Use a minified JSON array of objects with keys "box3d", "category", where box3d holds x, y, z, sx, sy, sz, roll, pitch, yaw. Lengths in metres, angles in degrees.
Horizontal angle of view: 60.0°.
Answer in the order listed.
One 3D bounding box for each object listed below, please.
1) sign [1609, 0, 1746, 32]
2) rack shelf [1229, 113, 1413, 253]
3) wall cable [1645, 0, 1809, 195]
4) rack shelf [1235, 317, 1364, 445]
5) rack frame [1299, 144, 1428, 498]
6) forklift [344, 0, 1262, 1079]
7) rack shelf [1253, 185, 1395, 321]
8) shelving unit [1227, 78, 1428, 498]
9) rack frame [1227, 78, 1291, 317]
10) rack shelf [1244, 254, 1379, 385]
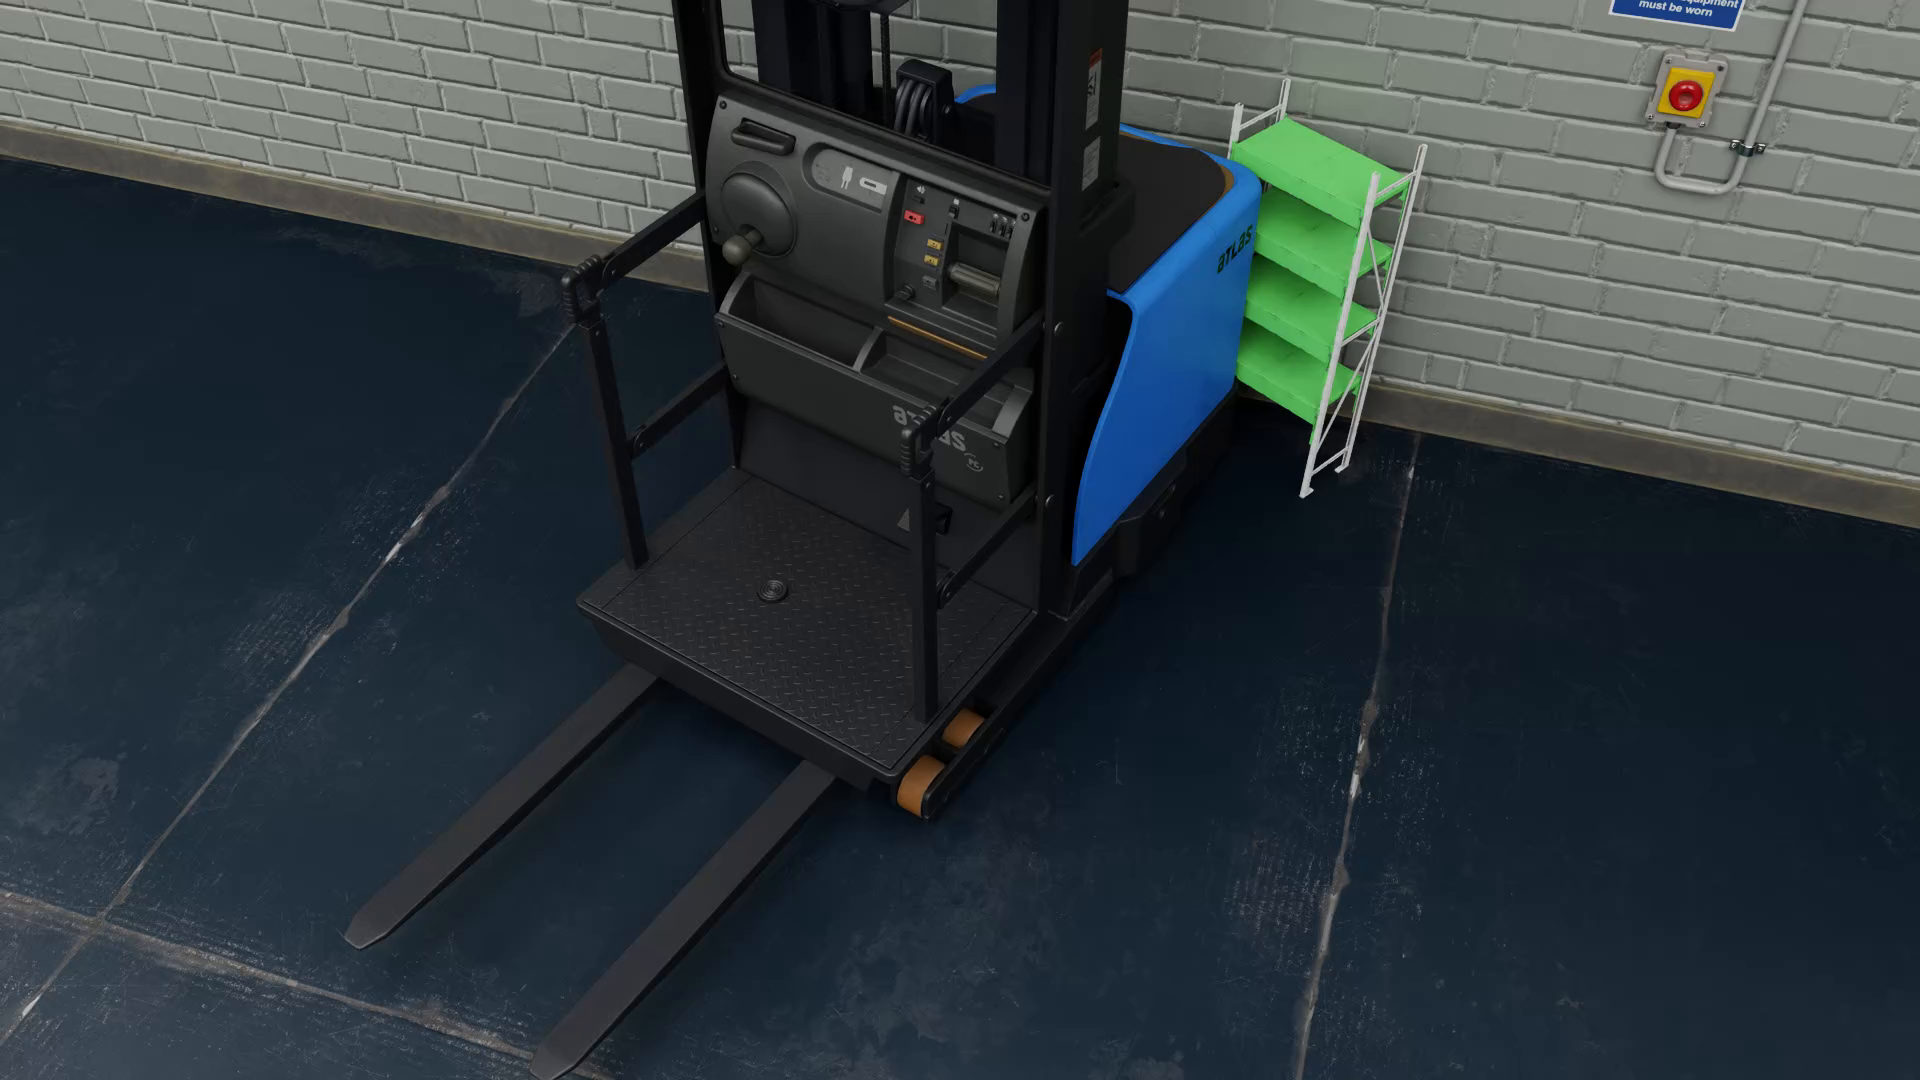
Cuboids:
[{"box3d":[1.922,-1.475,4.420,0.327,0.218,0.001,13,46,13],"category":"sign"},{"box3d":[1.050,-1.050,4.864,0.258,0.148,0.480,-32,54,-30],"category":"rack shelf"},{"box3d":[1.949,-1.702,4.096,0.585,1.953,0.123,13,46,13],"category":"wall cable"},{"box3d":[1.032,-0.533,5.365,0.258,0.148,0.480,-32,54,-30],"category":"rack shelf"},{"box3d":[1.207,-0.624,5.028,0.240,1.200,0.015,-32,54,-30],"category":"rack frame"},{"box3d":[-0.348,-0.687,3.856,1.130,2.935,3.031,25,50,24],"category":"forklift"},{"box3d":[1.044,-0.877,5.031,0.258,0.148,0.480,-32,54,-30],"category":"rack shelf"},{"box3d":[1.040,-0.751,5.153,0.258,1.200,0.503,-32,54,-30],"category":"shelving unit"},{"box3d":[0.873,-0.878,5.278,0.240,1.200,0.015,-32,54,-30],"category":"rack frame"},{"box3d":[1.038,-0.705,5.198,0.258,0.148,0.480,-32,54,-30],"category":"rack shelf"}]
